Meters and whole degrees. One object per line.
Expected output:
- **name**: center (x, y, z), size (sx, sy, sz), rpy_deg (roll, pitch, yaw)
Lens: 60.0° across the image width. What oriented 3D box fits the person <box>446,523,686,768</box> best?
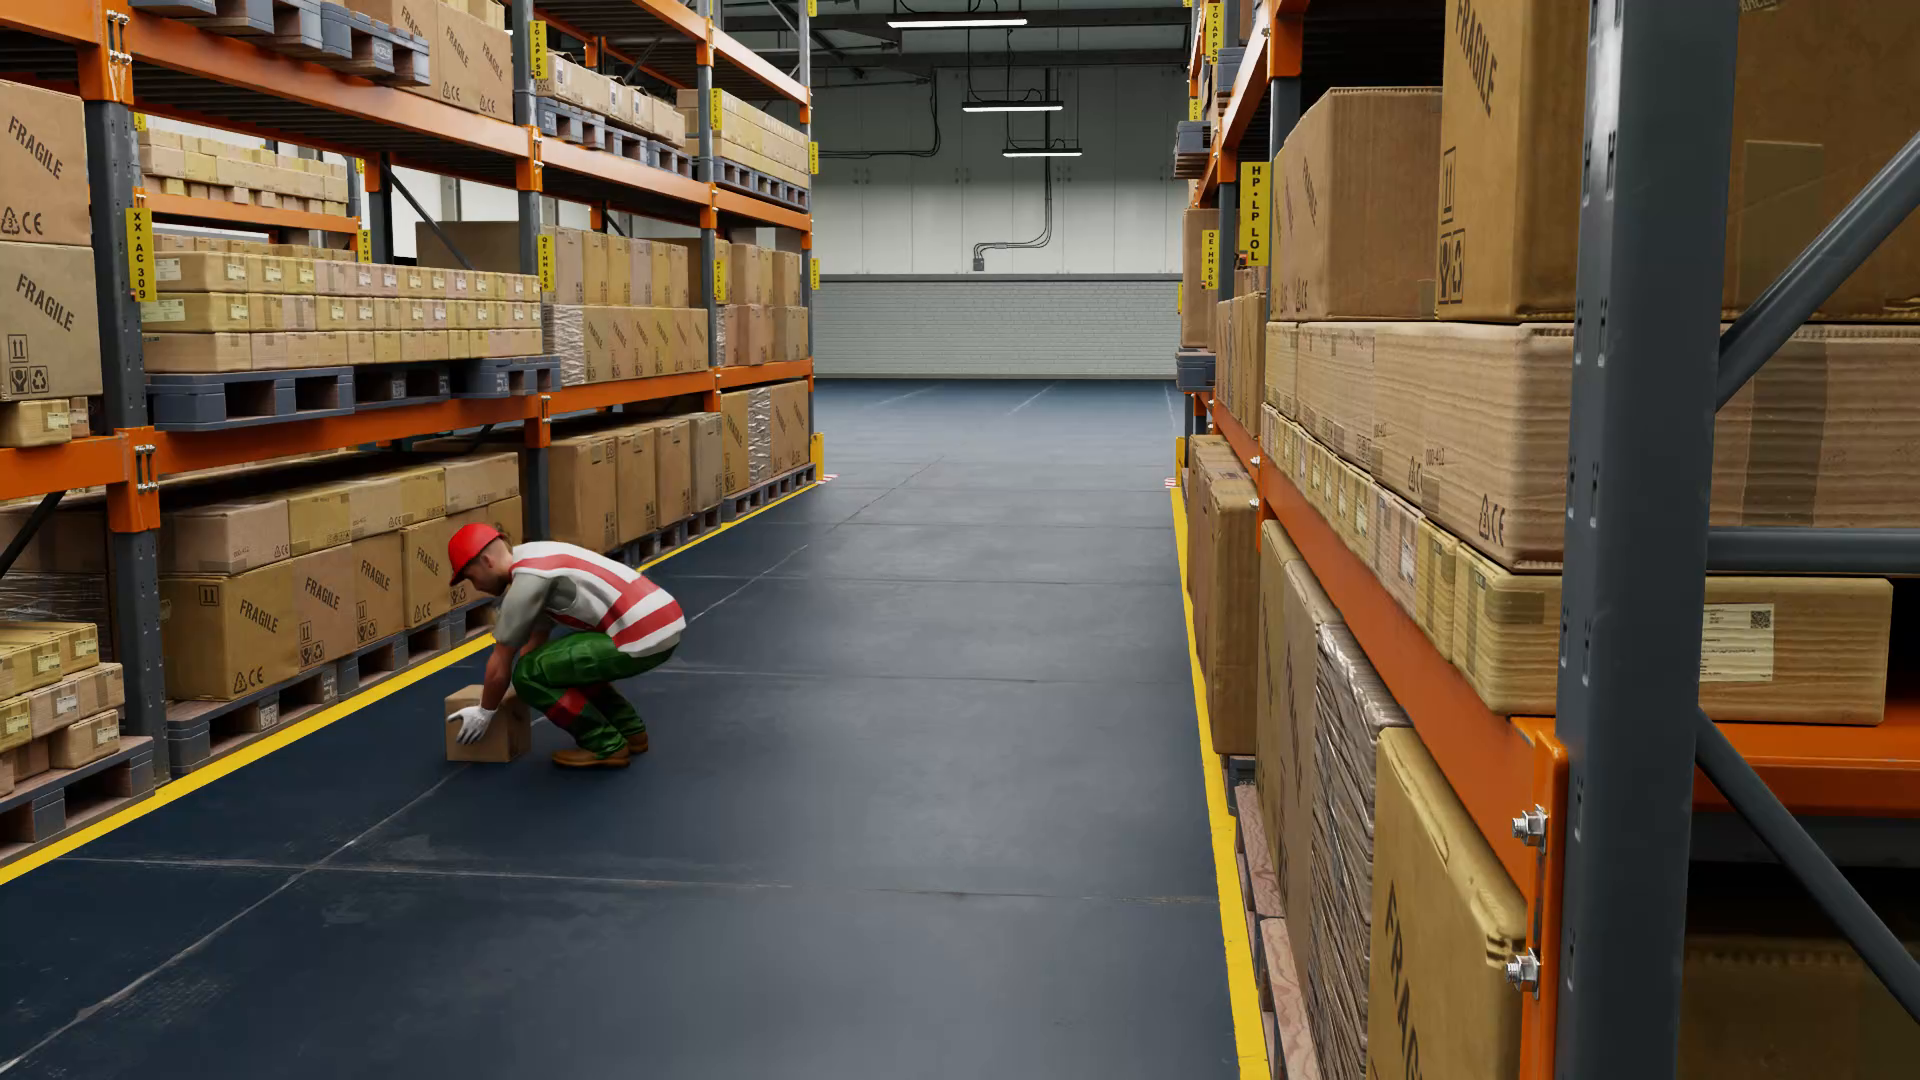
- **person**: center (-1.525, 0.397, 6.463), size (0.885, 0.937, 0.570), rpy_deg (1, 8, 6)
